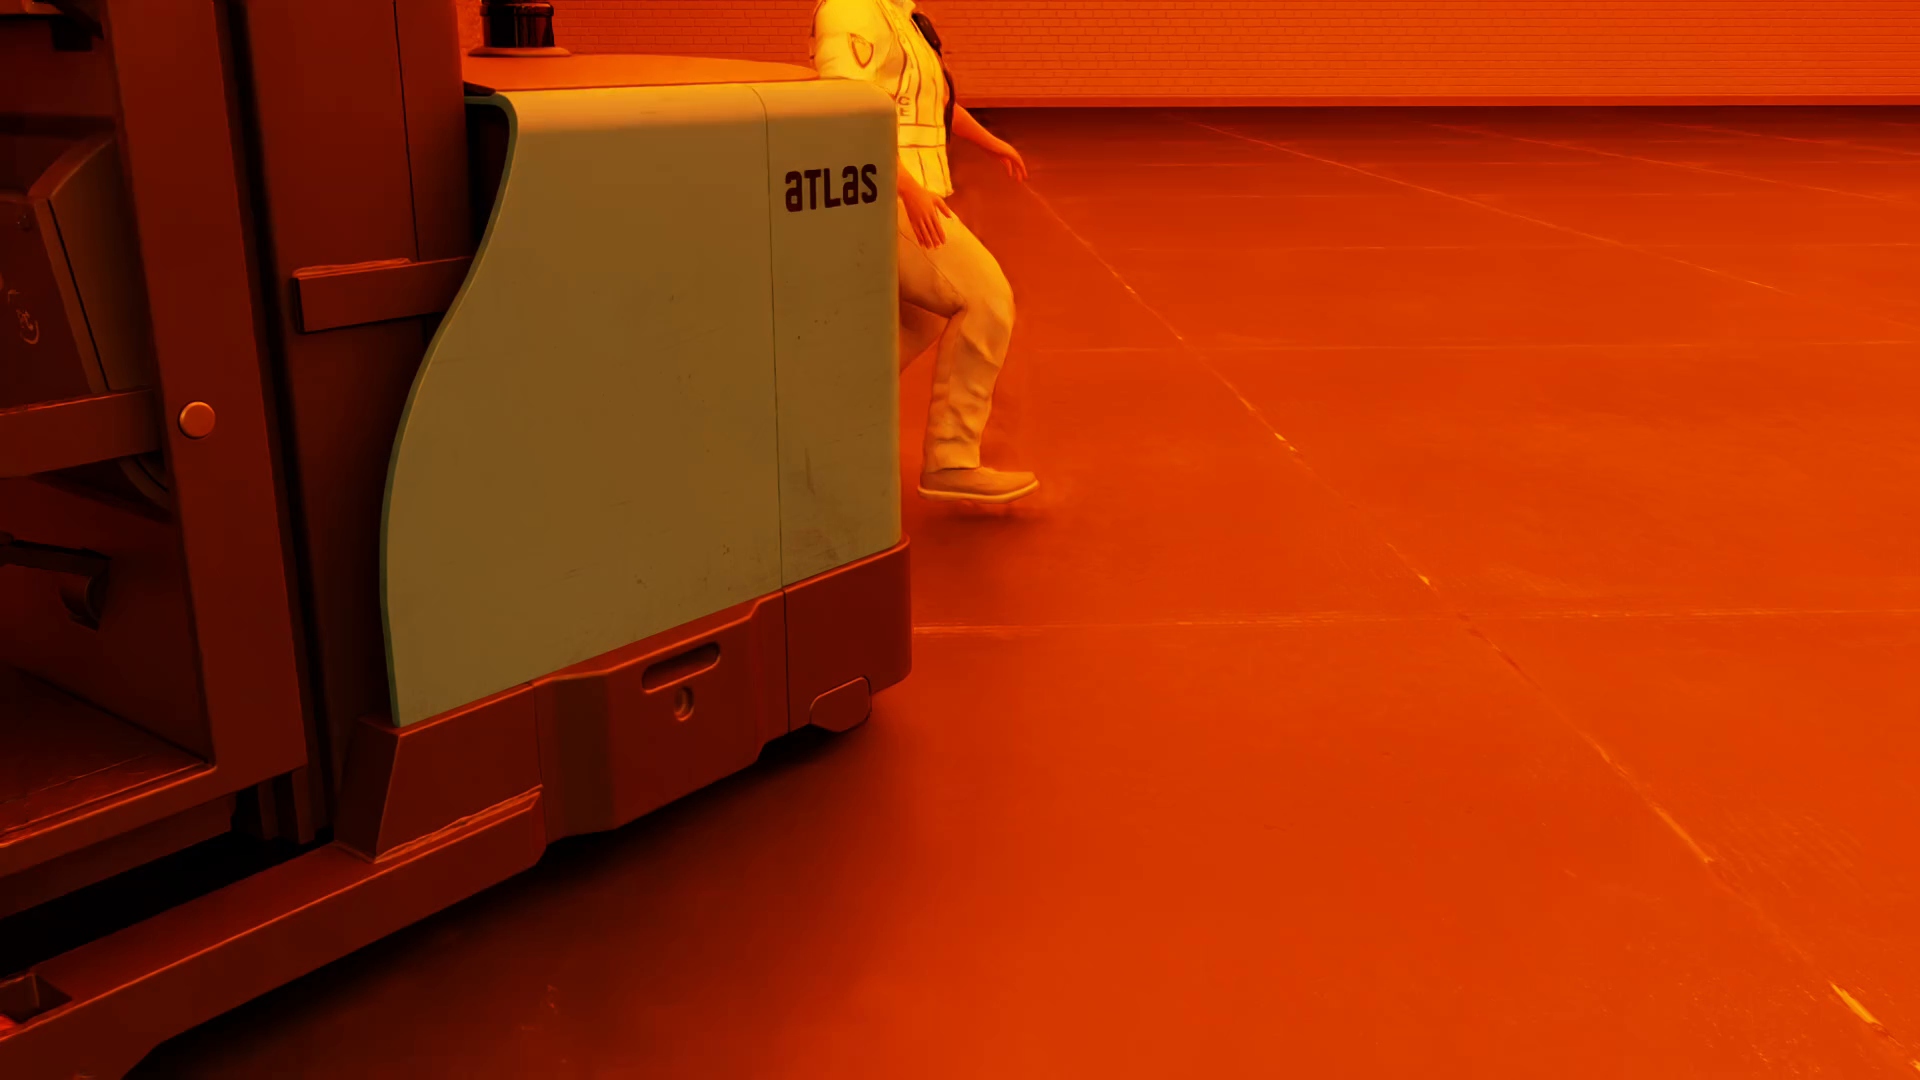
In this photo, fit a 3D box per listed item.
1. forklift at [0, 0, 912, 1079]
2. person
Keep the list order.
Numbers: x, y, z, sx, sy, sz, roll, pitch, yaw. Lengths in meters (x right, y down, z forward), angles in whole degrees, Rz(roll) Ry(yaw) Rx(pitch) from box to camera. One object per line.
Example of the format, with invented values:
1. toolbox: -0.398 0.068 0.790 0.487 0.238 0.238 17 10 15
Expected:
1. forklift: -1.382 -0.853 1.697 1.130 2.935 3.031 13 21 36
2. person: -0.133 -0.888 4.321 0.785 1.541 0.928 3 17 9
